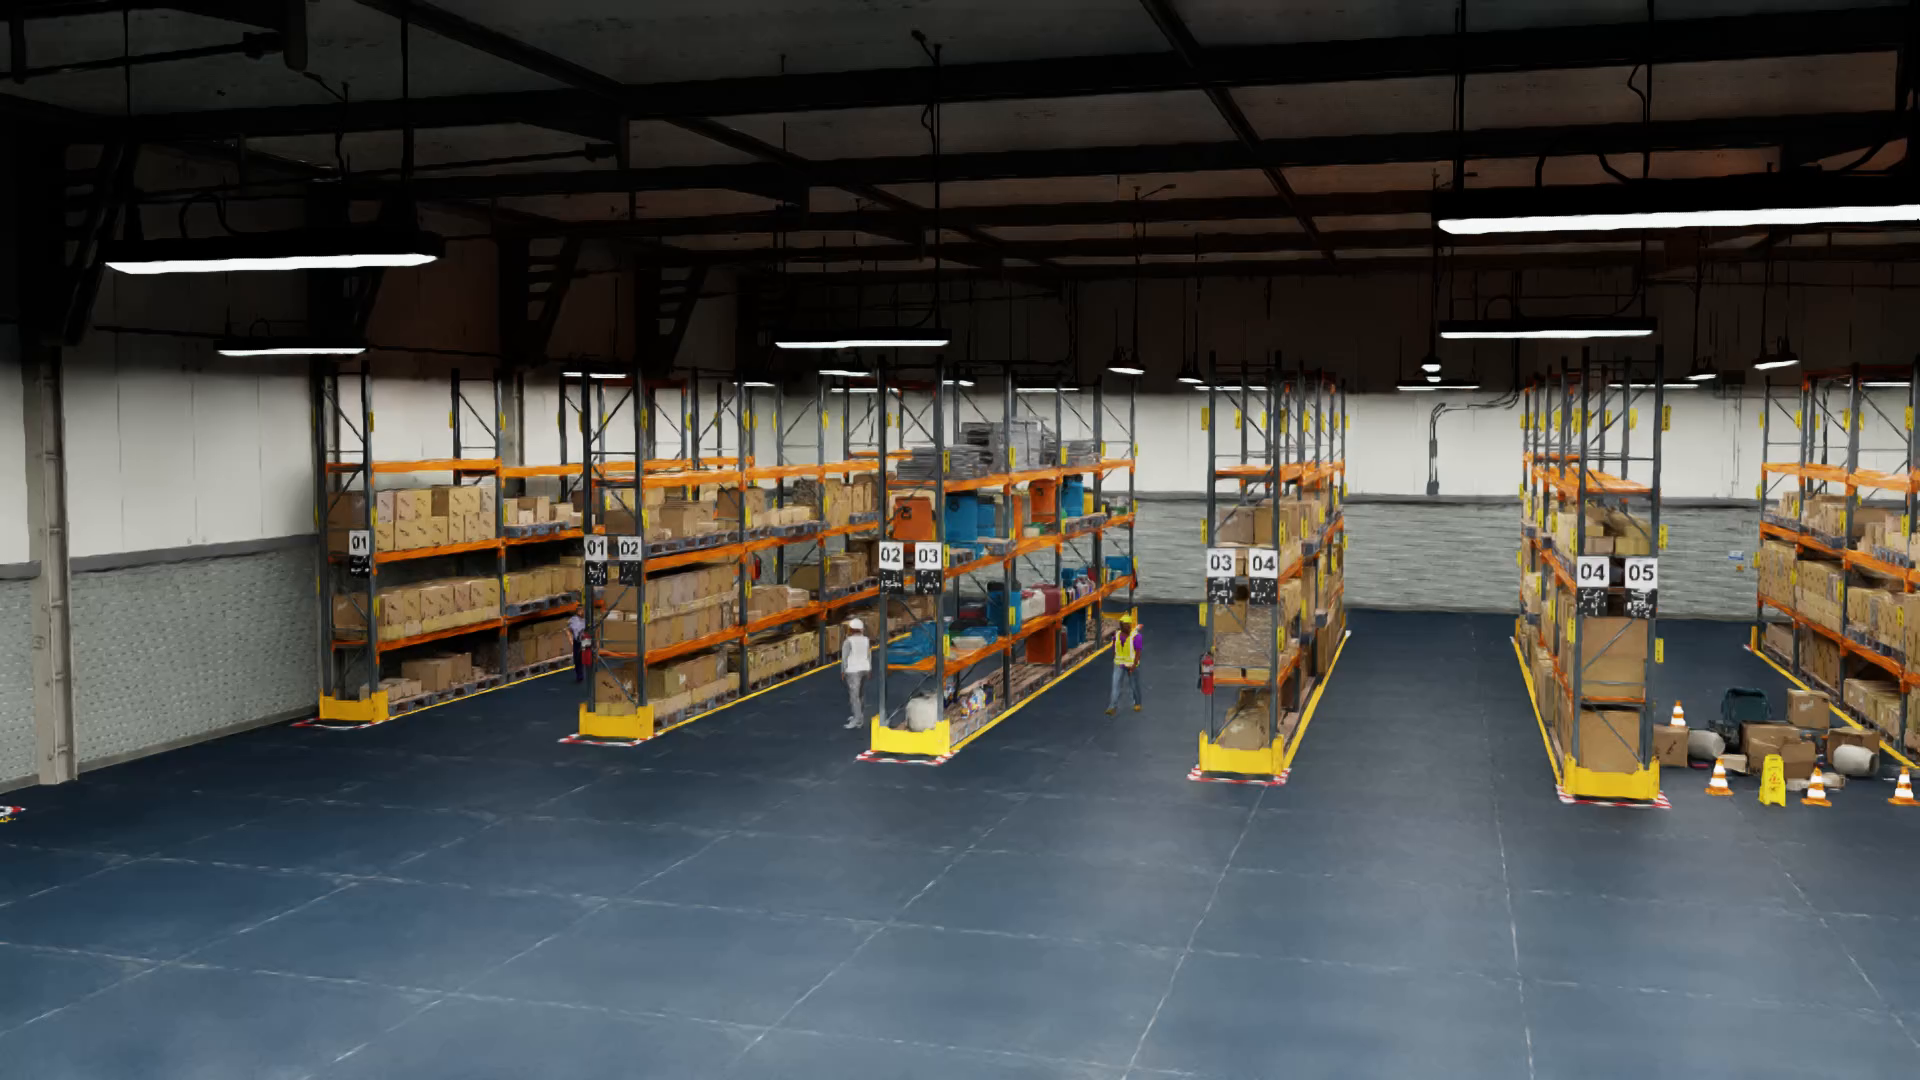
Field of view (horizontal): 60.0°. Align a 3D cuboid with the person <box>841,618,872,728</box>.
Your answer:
[{"bbox_3d":[-1.715,2.156,27.253,0.576,1.768,0.626,4,6,43],"label":"person"}]

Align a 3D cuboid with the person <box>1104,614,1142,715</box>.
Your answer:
[{"bbox_3d":[2.835,2.115,28.357,0.570,1.708,1.041,2,5,25],"label":"person"}]

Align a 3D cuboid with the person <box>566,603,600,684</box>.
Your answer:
[{"bbox_3d":[-7.086,1.968,31.417,0.655,1.564,0.824,0,4,-1],"label":"person"}]
